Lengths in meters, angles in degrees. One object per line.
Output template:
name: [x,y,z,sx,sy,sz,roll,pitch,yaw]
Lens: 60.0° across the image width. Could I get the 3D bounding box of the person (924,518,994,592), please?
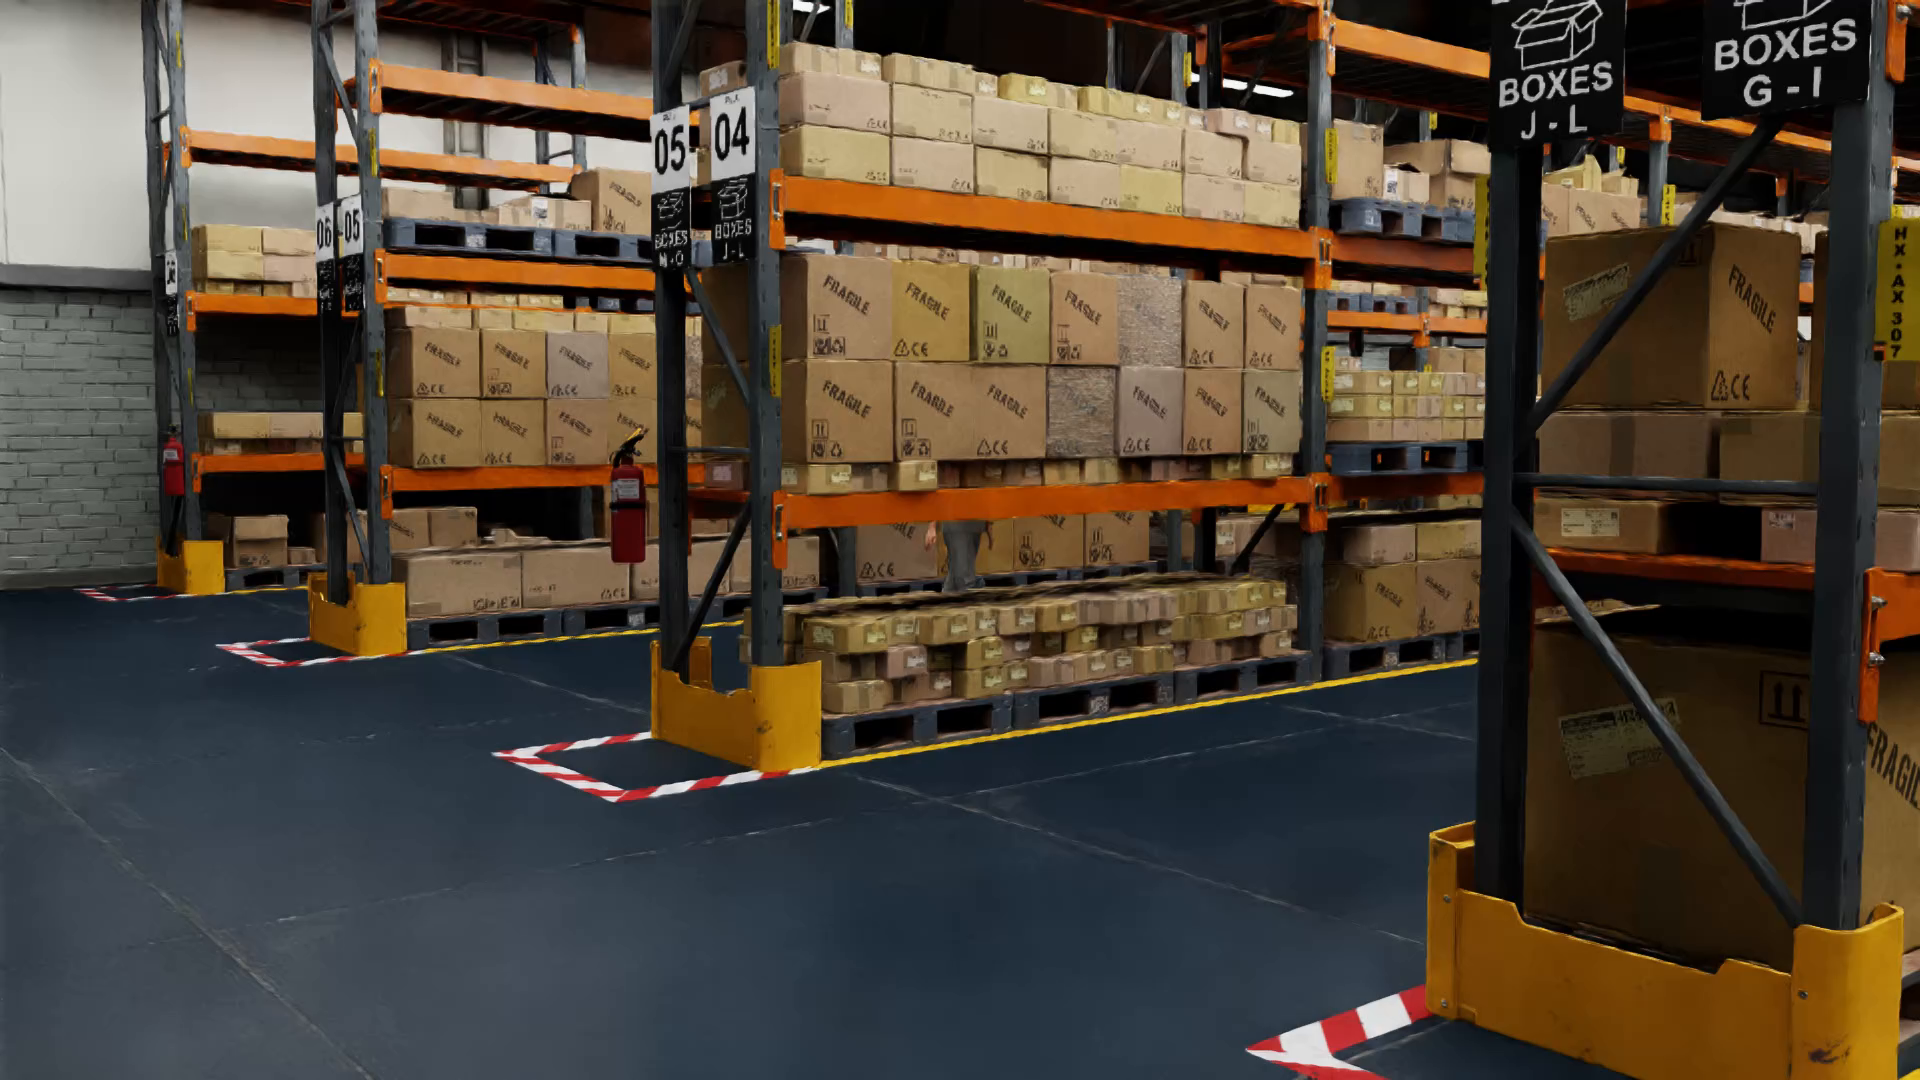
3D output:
person: [0.012,-0.049,11.800,0.659,1.660,0.646,3,5,36]
